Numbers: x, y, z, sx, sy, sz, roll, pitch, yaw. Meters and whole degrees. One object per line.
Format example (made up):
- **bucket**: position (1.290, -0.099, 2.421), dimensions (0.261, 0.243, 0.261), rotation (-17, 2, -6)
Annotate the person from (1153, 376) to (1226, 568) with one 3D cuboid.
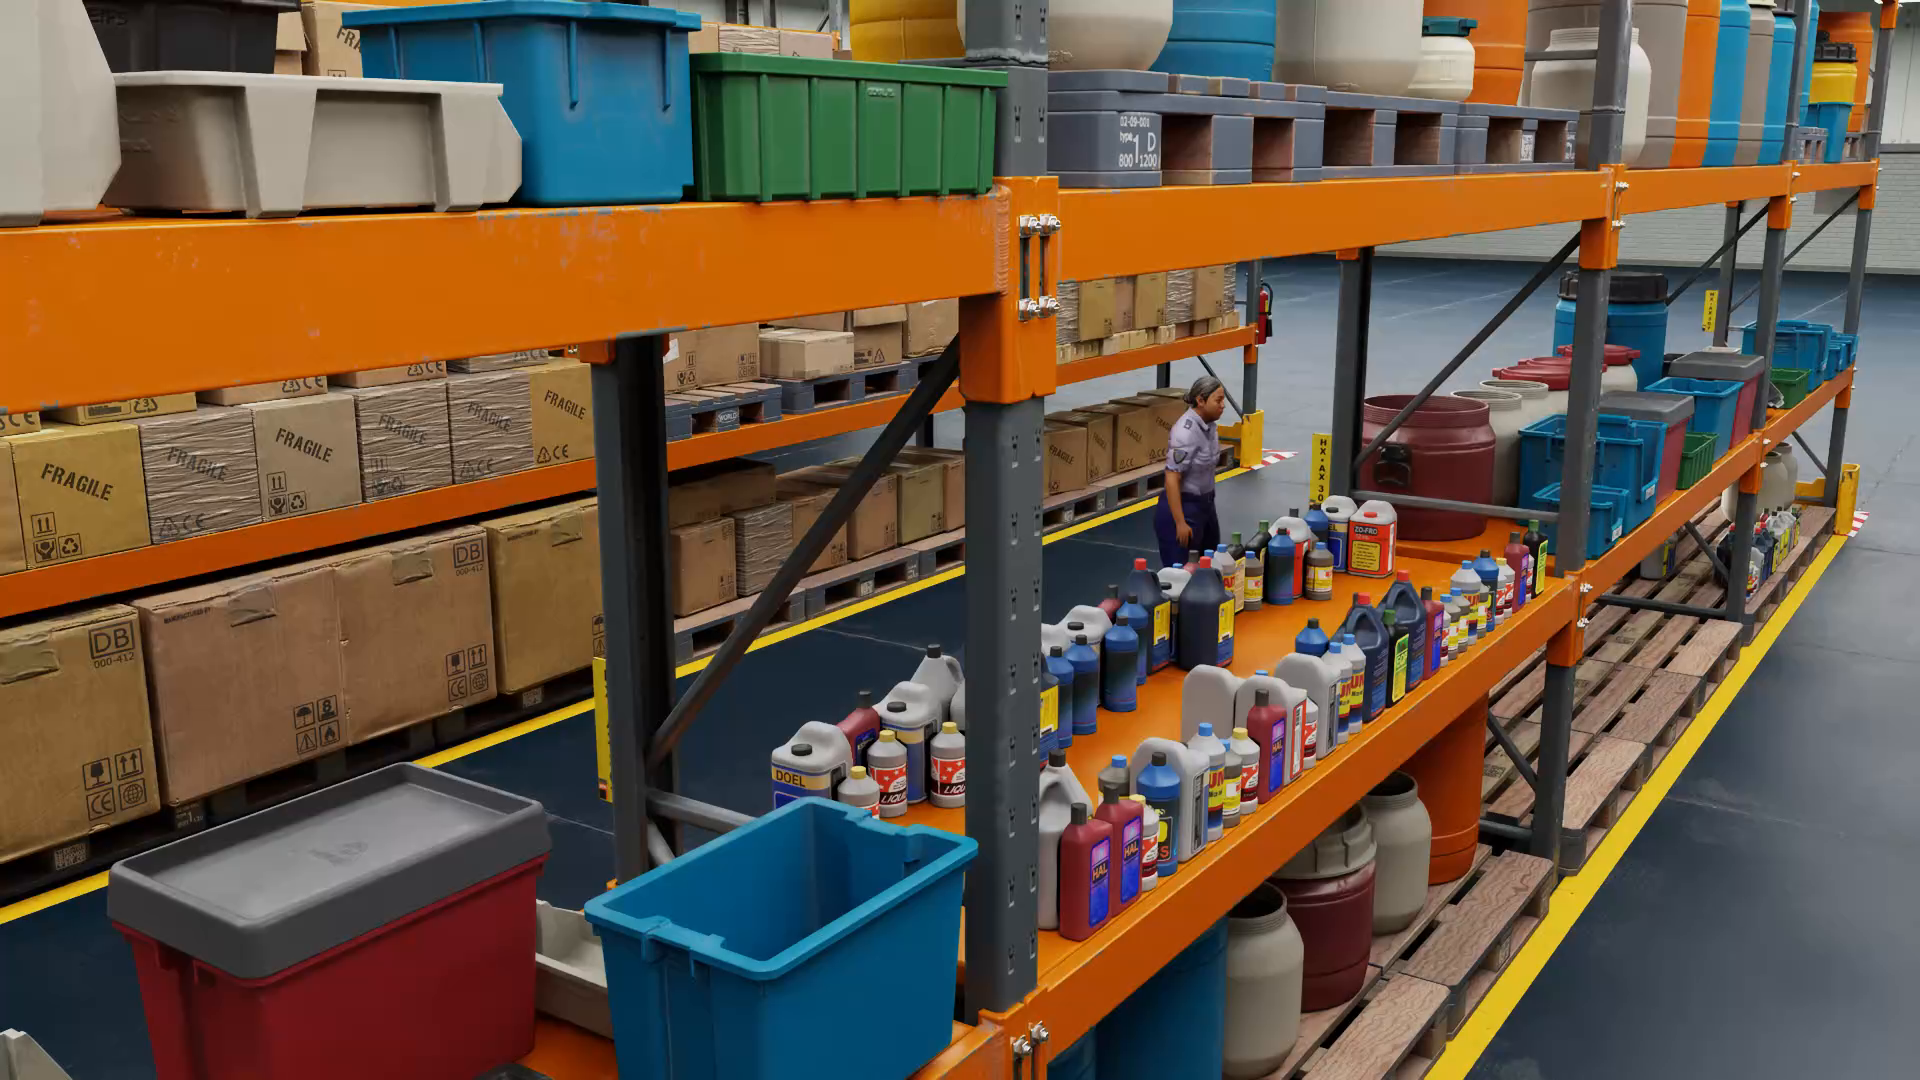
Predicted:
- **person**: position (1.338, -0.113, 9.483), dimensions (0.419, 1.653, 0.564), rotation (8, 15, 30)
